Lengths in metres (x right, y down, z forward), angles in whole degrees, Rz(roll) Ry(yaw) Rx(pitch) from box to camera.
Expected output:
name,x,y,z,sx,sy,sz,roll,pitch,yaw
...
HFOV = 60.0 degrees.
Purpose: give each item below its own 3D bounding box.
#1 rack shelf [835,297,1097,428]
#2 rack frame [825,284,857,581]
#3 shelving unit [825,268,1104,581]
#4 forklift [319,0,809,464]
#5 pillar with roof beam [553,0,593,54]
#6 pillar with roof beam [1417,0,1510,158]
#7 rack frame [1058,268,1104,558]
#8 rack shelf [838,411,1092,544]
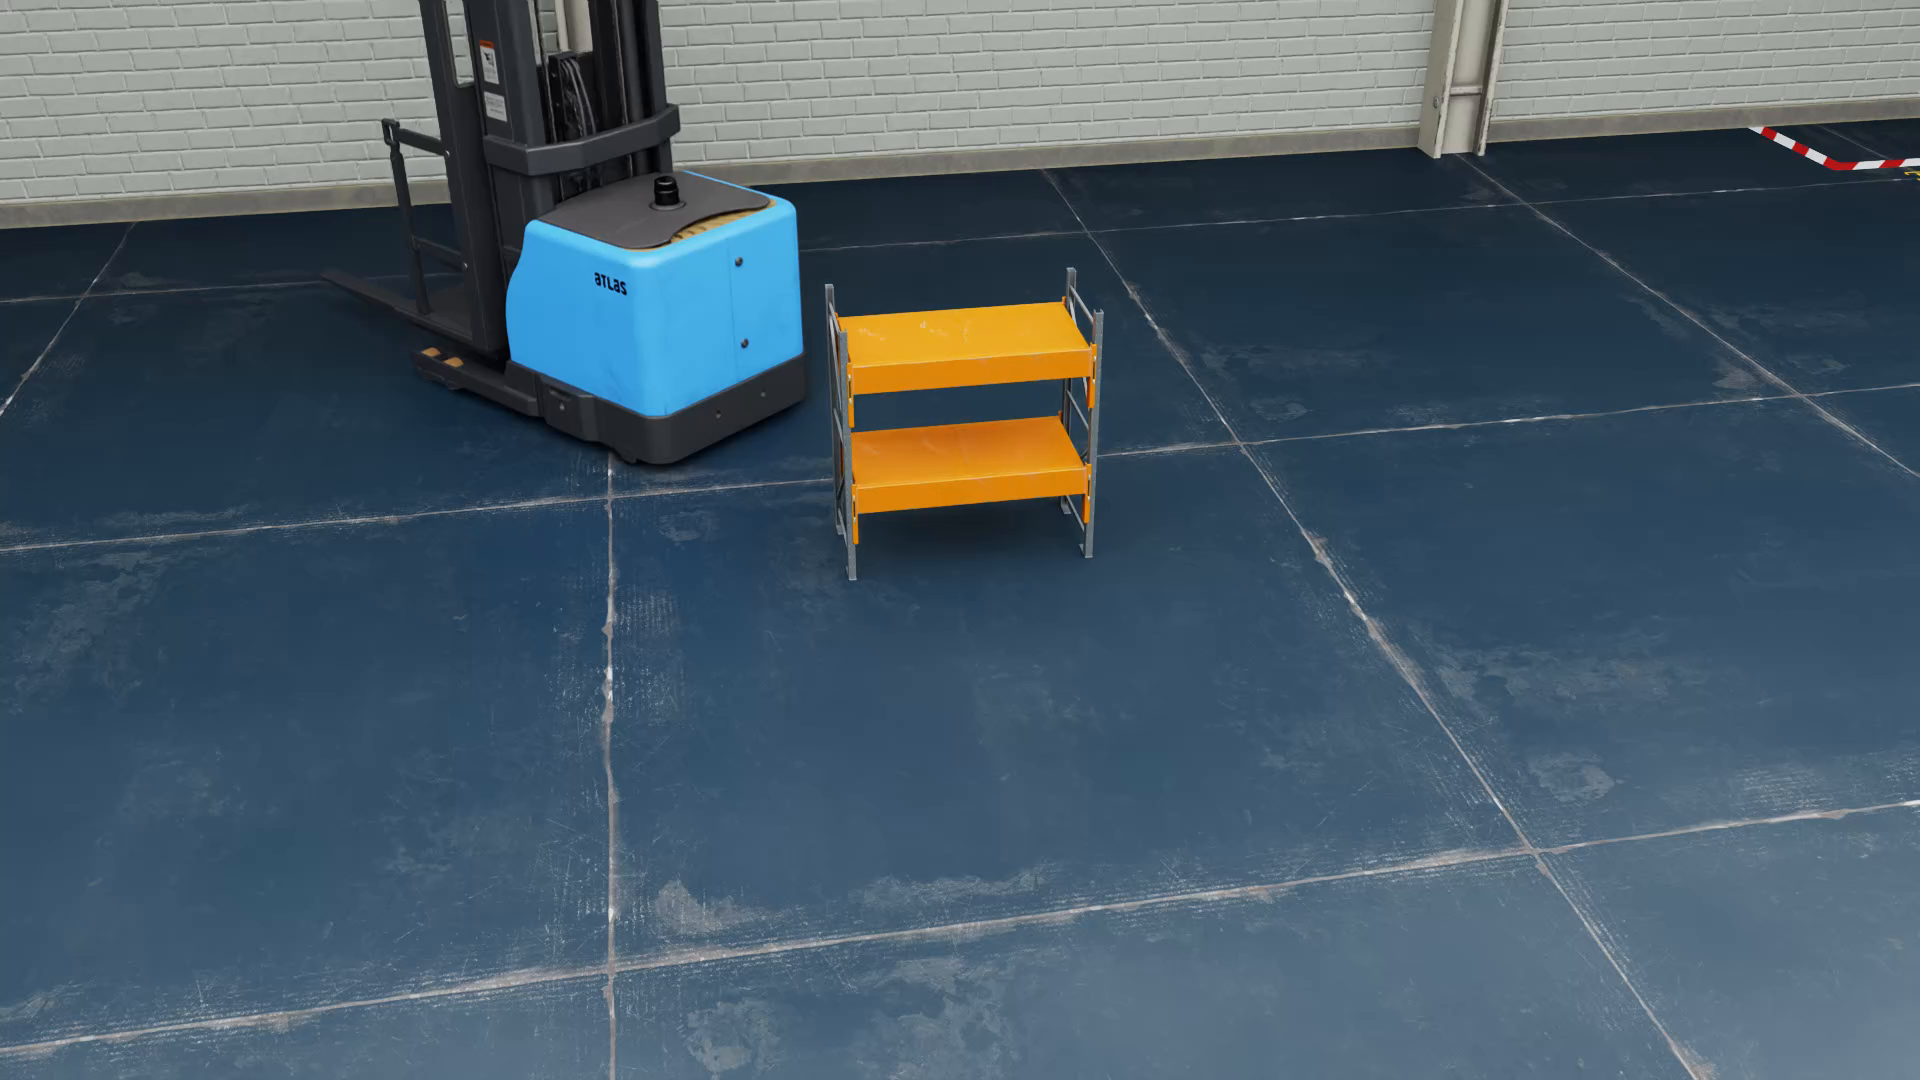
name,x,y,z,sx,sy,sz,roll,pitch,yaw
rack shelf,0.007,-0.738,6.818,1.000,0.278,0.538,-5,31,-9
rack frame,-0.493,-0.439,6.887,0.032,1.125,0.500,-5,31,-9
shelving unit,0.007,-0.486,6.966,1.048,1.125,0.538,-5,31,-9
forklift,-2.223,-2.218,8.131,3.031,2.935,1.130,22,37,33
pillar with roof beam,-1.574,-4.011,5.193,0.400,9.000,9.100,-5,31,-9
pillar with roof beam,4.328,-4.559,6.125,0.400,9.000,9.100,-5,31,-9
rack frame,0.507,-0.532,7.045,0.032,1.125,0.500,-5,31,-9
rack shelf,0.007,-0.275,7.090,1.000,0.278,0.538,-5,31,-9
